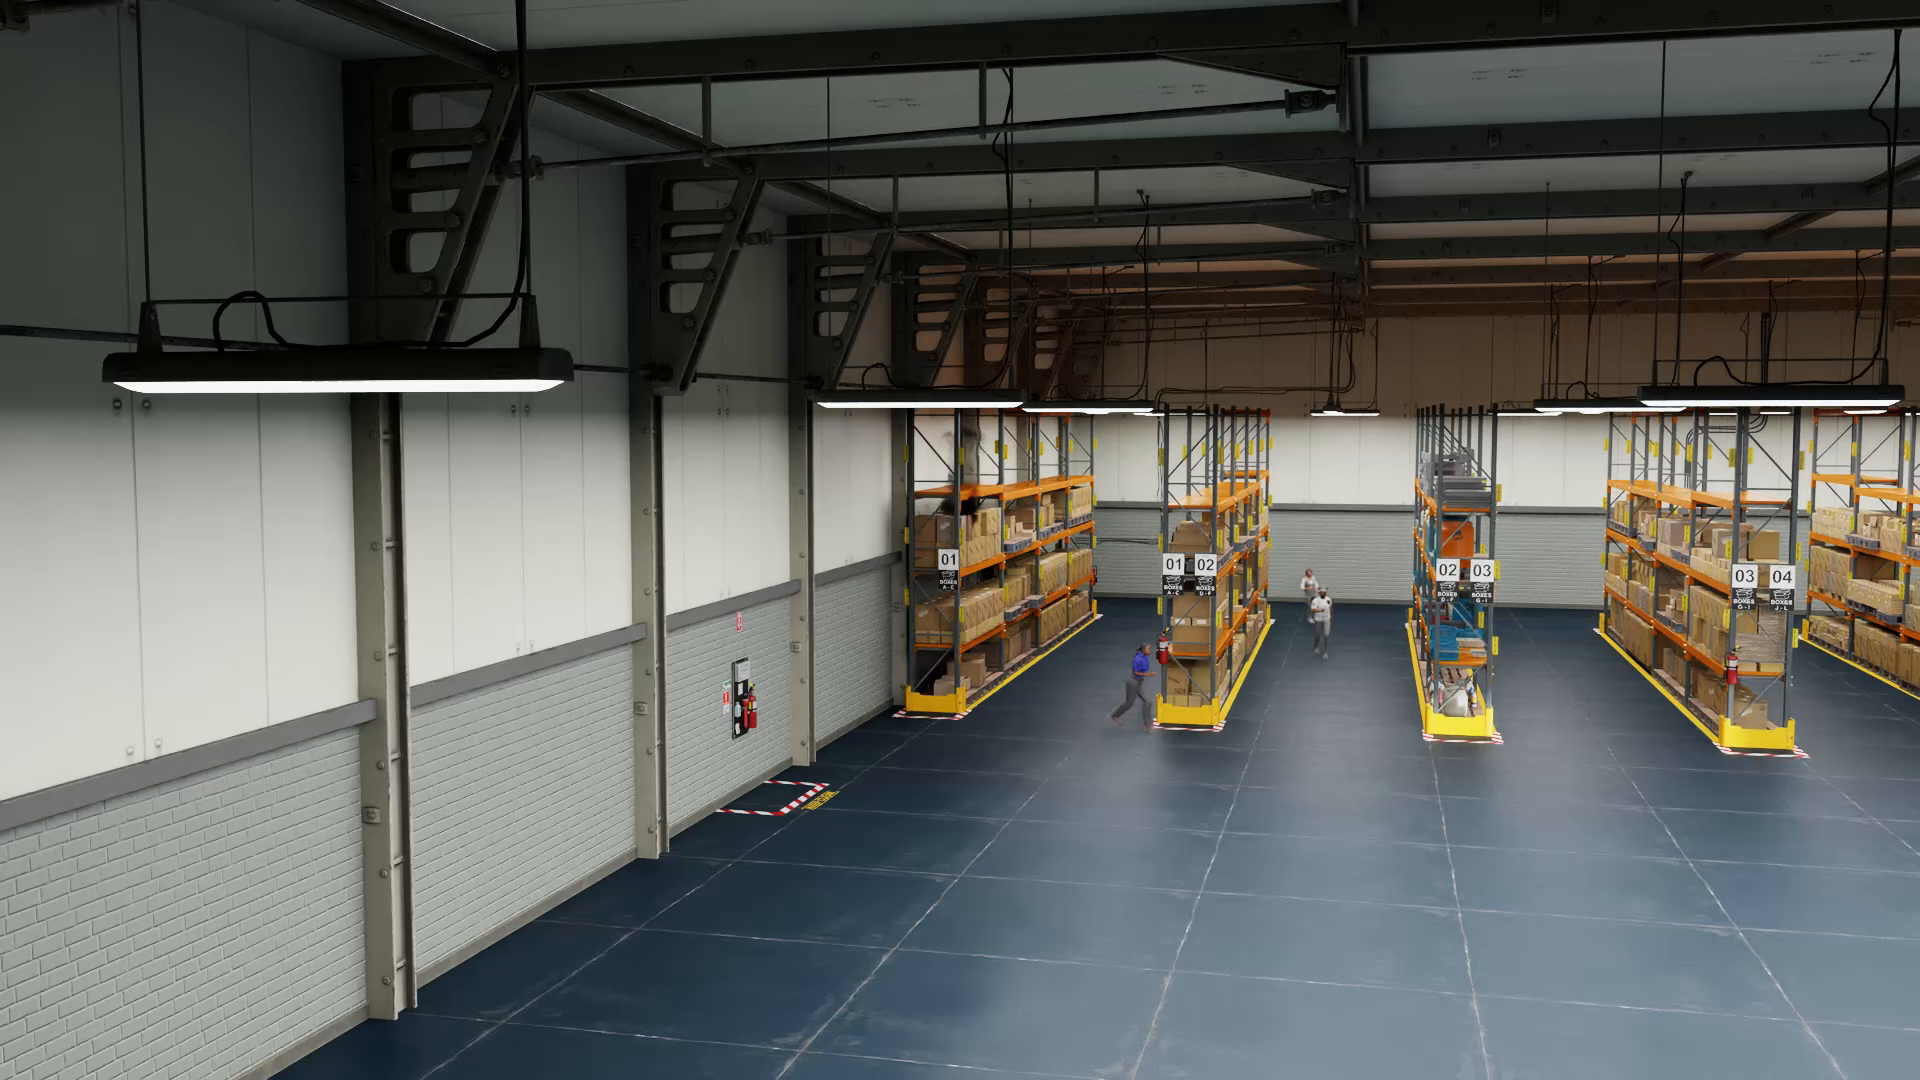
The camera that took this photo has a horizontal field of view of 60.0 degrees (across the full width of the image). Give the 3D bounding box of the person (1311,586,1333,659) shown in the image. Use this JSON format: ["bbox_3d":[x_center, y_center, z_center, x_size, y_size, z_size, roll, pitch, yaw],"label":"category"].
[{"bbox_3d":[8.688,1.952,39.922,0.558,1.716,0.901,0,4,2],"label":"person"}]

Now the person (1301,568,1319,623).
[{"bbox_3d":[9.646,1.558,45.874,0.536,1.565,0.886,0,4,-2],"label":"person"}]

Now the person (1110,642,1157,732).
[{"bbox_3d":[3.209,2.711,30.625,0.939,1.670,0.608,2,5,29],"label":"person"}]
